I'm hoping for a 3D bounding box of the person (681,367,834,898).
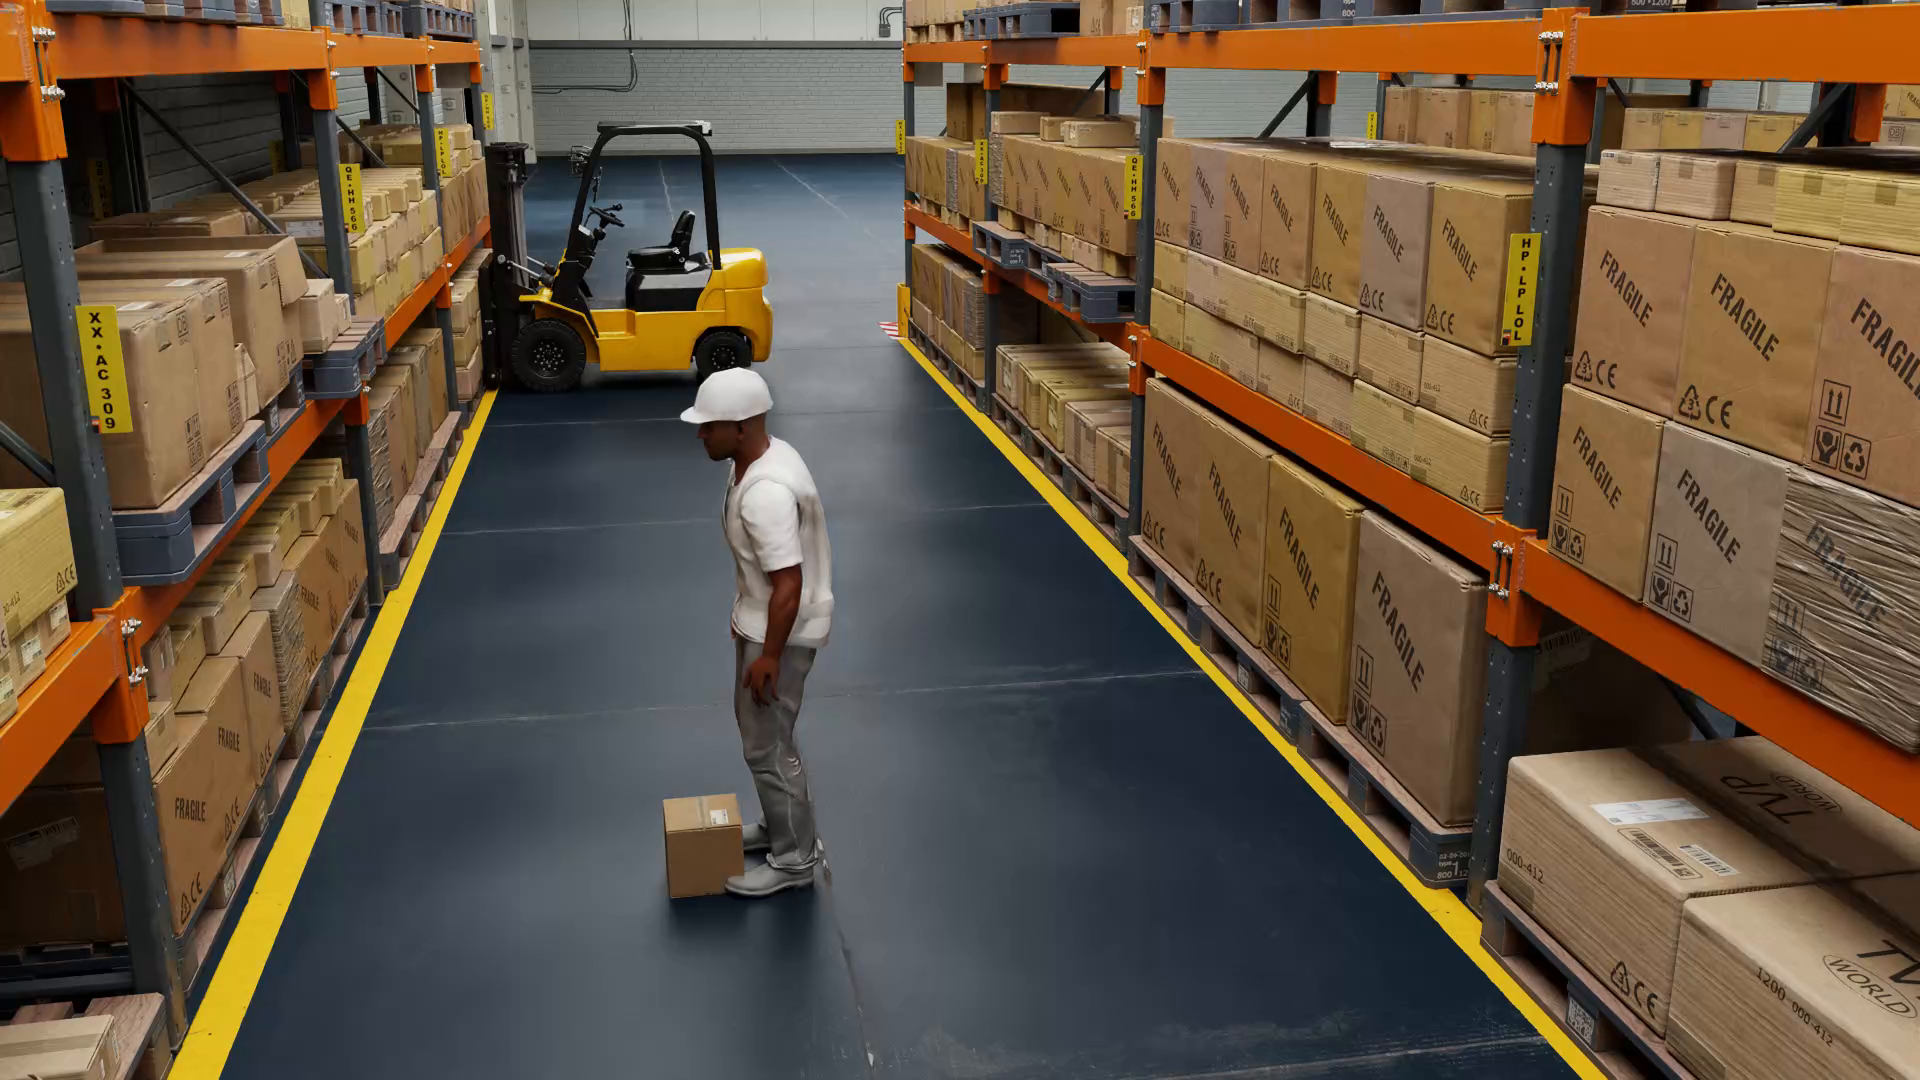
[{"bbox_3d":[-0.654,0.297,5.483,0.463,1.760,0.631,-3,17,-11],"label":"person"}]
